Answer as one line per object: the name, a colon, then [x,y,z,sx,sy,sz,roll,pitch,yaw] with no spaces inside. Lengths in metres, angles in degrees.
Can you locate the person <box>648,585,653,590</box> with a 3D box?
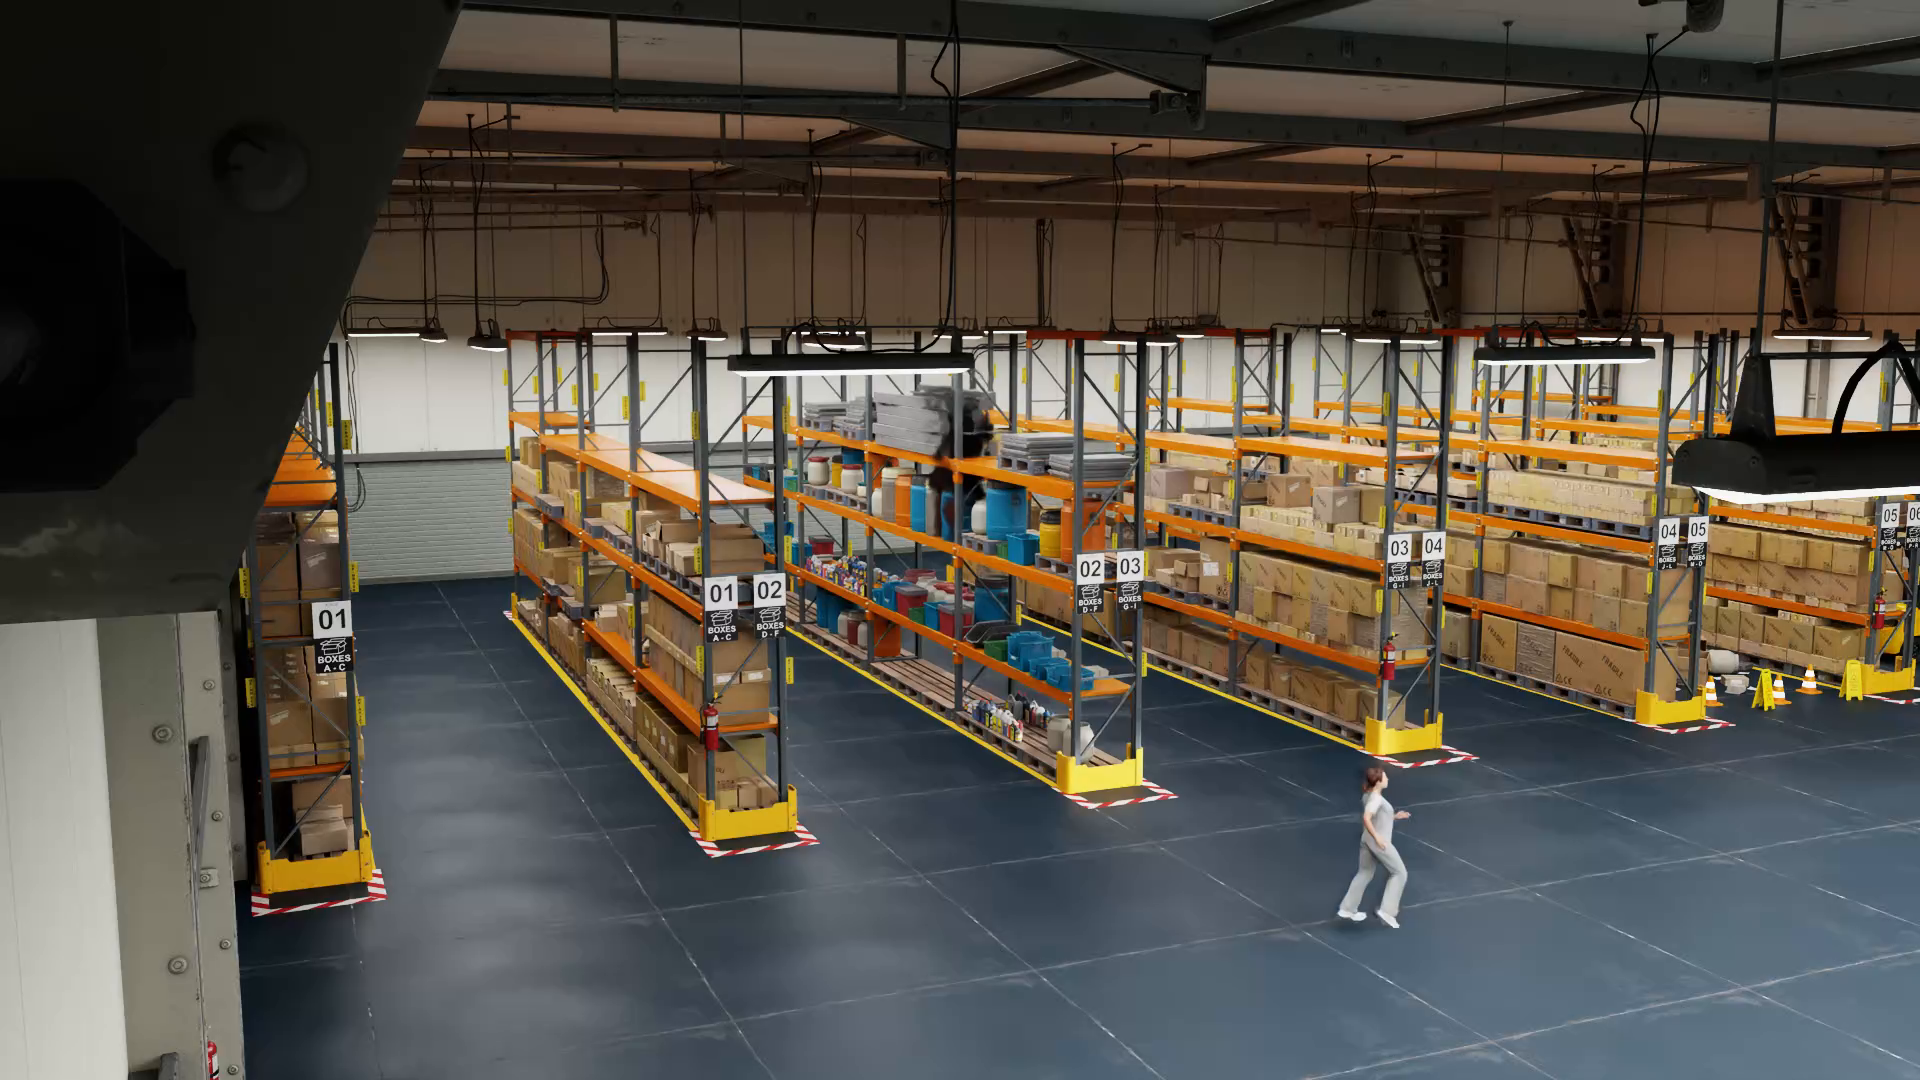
person: [-6.134,0.870,33.736,0.653,1.743,0.968,-5,9,-31]

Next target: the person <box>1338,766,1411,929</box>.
person: [4.294,3.182,17.174,0.738,1.721,0.531,-1,8,-10]

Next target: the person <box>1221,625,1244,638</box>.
person: [5.276,1.187,31.909,0.582,1.709,0.673,-4,9,-26]
